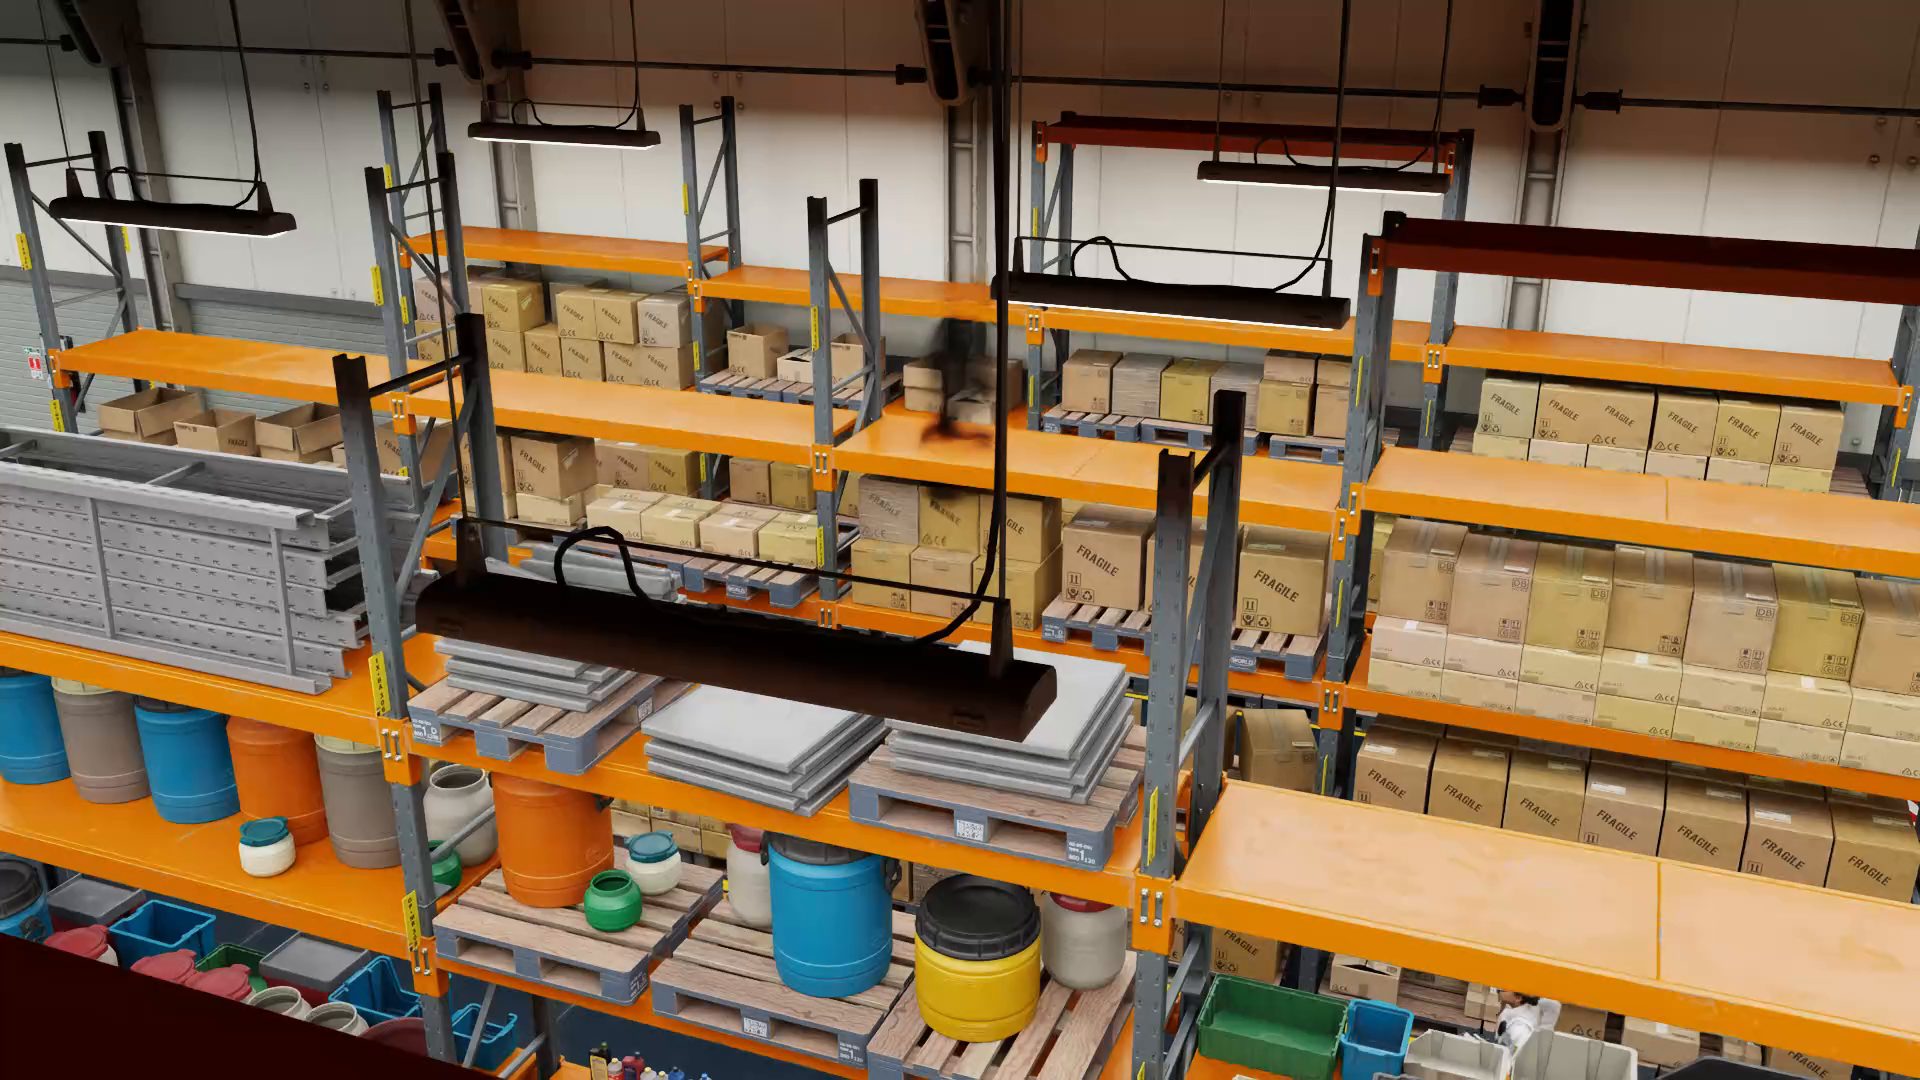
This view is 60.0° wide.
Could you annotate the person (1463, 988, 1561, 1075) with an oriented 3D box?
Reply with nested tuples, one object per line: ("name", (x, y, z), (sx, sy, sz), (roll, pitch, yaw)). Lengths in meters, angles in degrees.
("person", (3.652, 3.497, 10.841), (0.780, 1.683, 0.638), (5, 22, 14))
